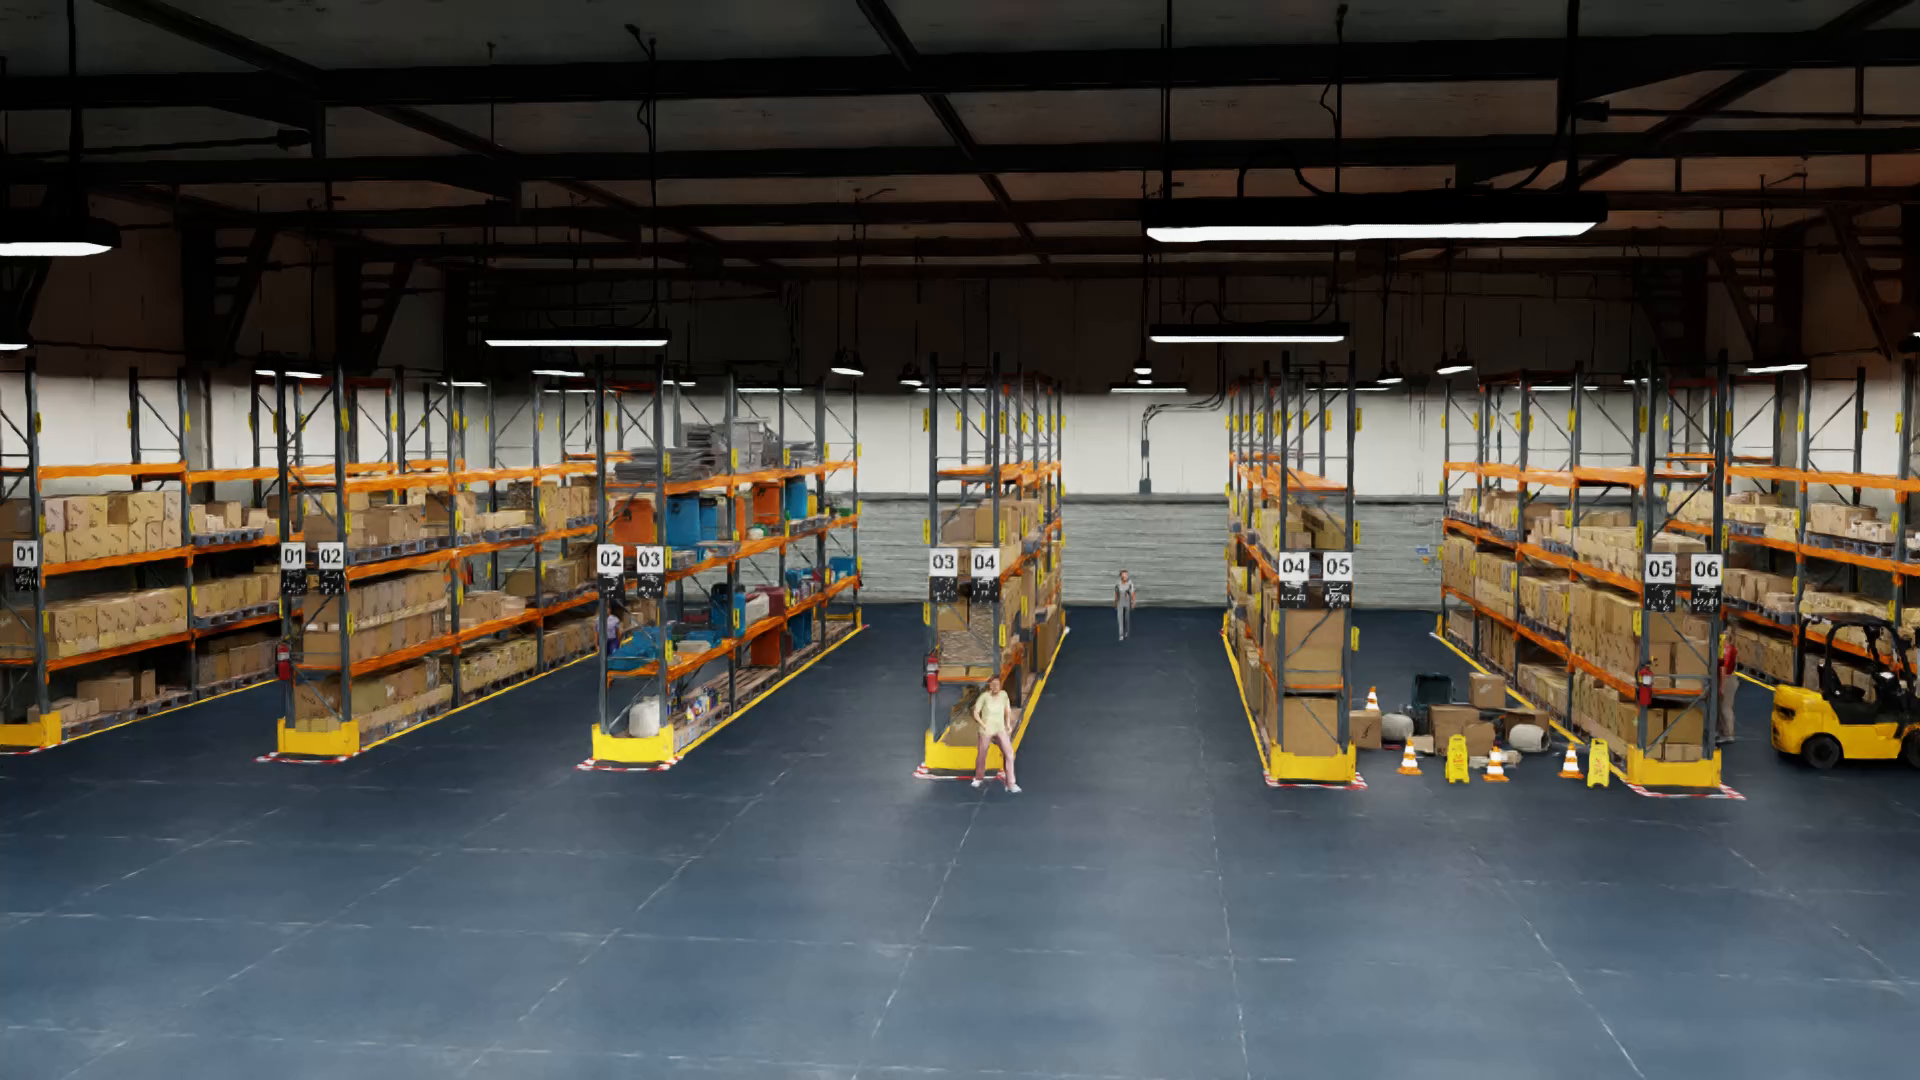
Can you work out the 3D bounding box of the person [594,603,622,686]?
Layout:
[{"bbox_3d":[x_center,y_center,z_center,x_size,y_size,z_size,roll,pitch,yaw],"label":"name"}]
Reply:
[{"bbox_3d":[-6.719,1.959,31.649,0.481,1.552,1.091,0,4,4],"label":"person"}]

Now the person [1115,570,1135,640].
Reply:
[{"bbox_3d":[3.806,1.482,38.325,0.453,1.612,1.019,0,4,6],"label":"person"}]

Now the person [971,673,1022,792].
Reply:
[{"bbox_3d":[0.460,2.591,22.618,0.621,1.604,0.809,-1,4,-10],"label":"person"}]

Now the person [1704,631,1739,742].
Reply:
[{"bbox_3d":[11.960,2.283,26.113,0.497,1.731,0.588,3,5,37],"label":"person"}]
